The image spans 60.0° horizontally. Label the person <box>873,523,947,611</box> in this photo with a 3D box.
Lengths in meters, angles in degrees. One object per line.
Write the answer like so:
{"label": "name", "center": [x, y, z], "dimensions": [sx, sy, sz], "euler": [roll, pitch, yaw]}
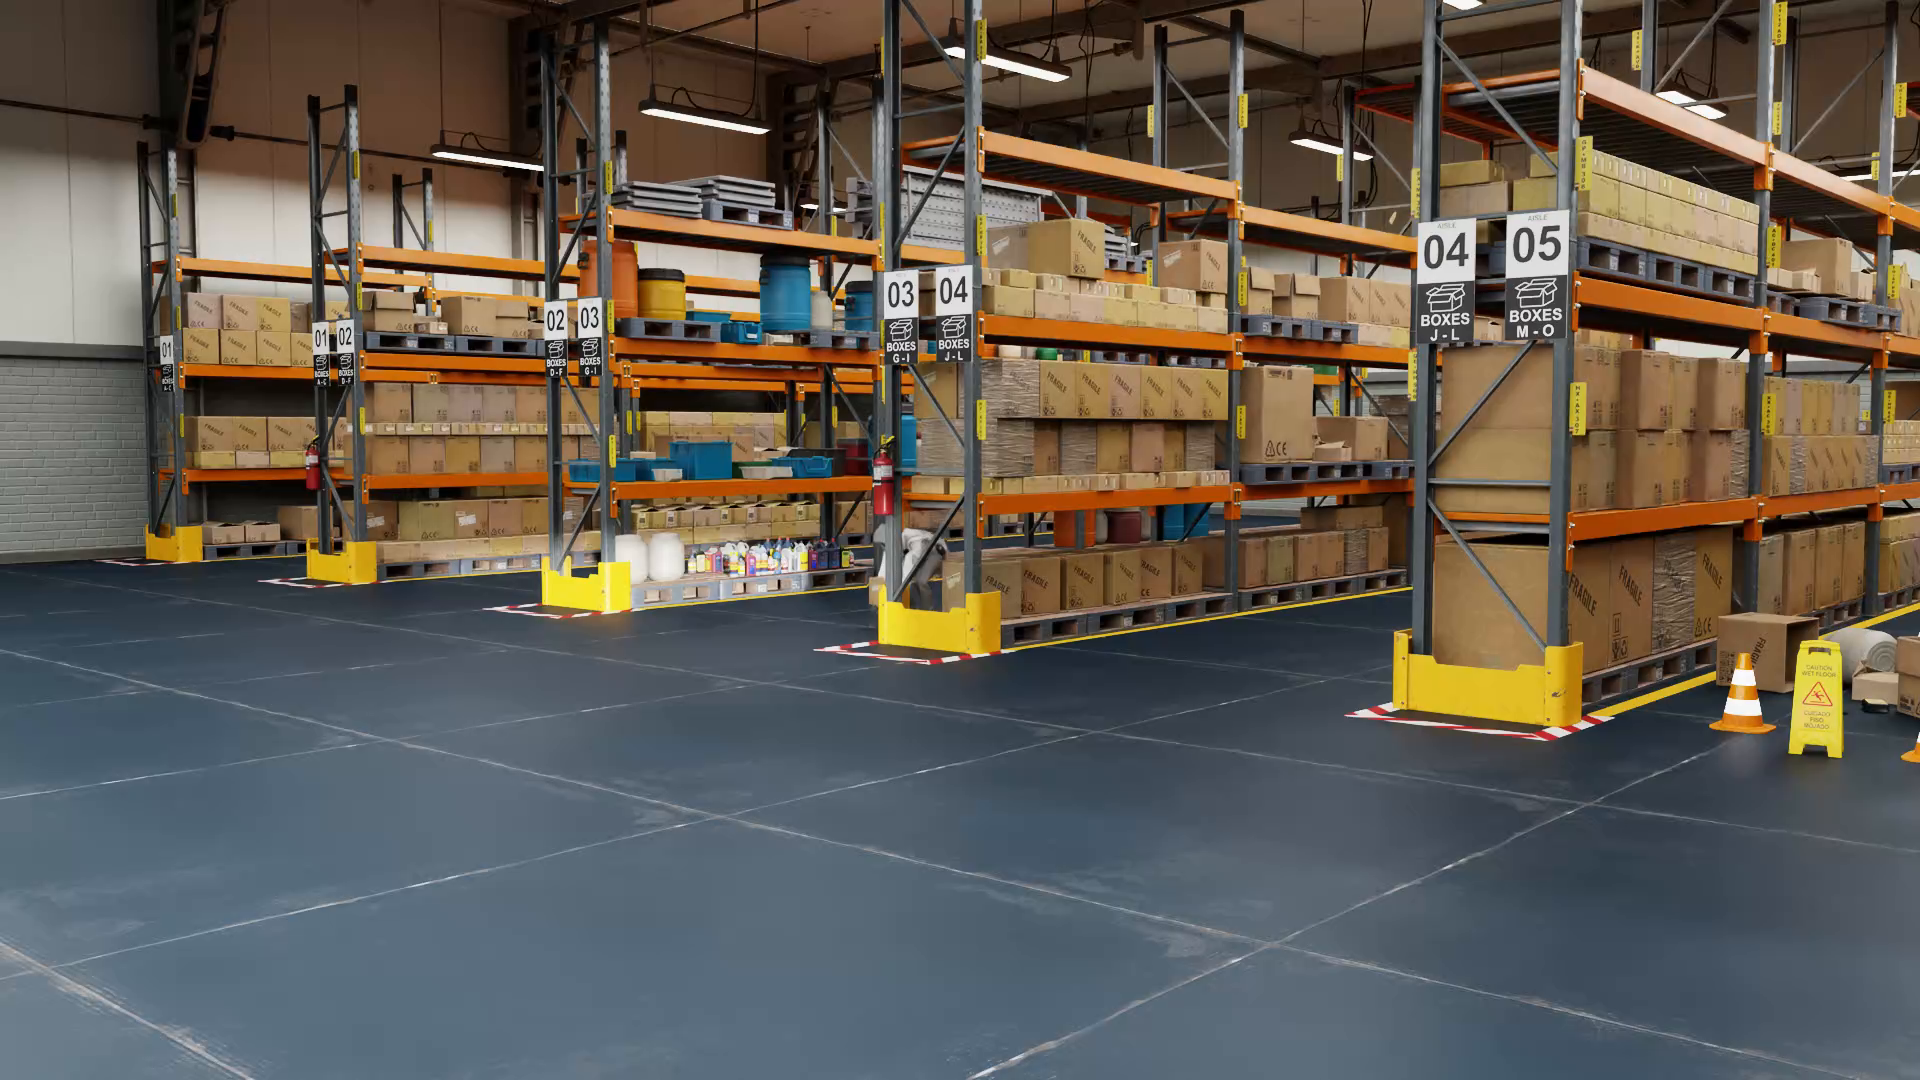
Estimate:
{"label": "person", "center": [-0.495, 0.314, 15.809], "dimensions": [0.452, 0.999, 0.918], "euler": [3, 5, 37]}
